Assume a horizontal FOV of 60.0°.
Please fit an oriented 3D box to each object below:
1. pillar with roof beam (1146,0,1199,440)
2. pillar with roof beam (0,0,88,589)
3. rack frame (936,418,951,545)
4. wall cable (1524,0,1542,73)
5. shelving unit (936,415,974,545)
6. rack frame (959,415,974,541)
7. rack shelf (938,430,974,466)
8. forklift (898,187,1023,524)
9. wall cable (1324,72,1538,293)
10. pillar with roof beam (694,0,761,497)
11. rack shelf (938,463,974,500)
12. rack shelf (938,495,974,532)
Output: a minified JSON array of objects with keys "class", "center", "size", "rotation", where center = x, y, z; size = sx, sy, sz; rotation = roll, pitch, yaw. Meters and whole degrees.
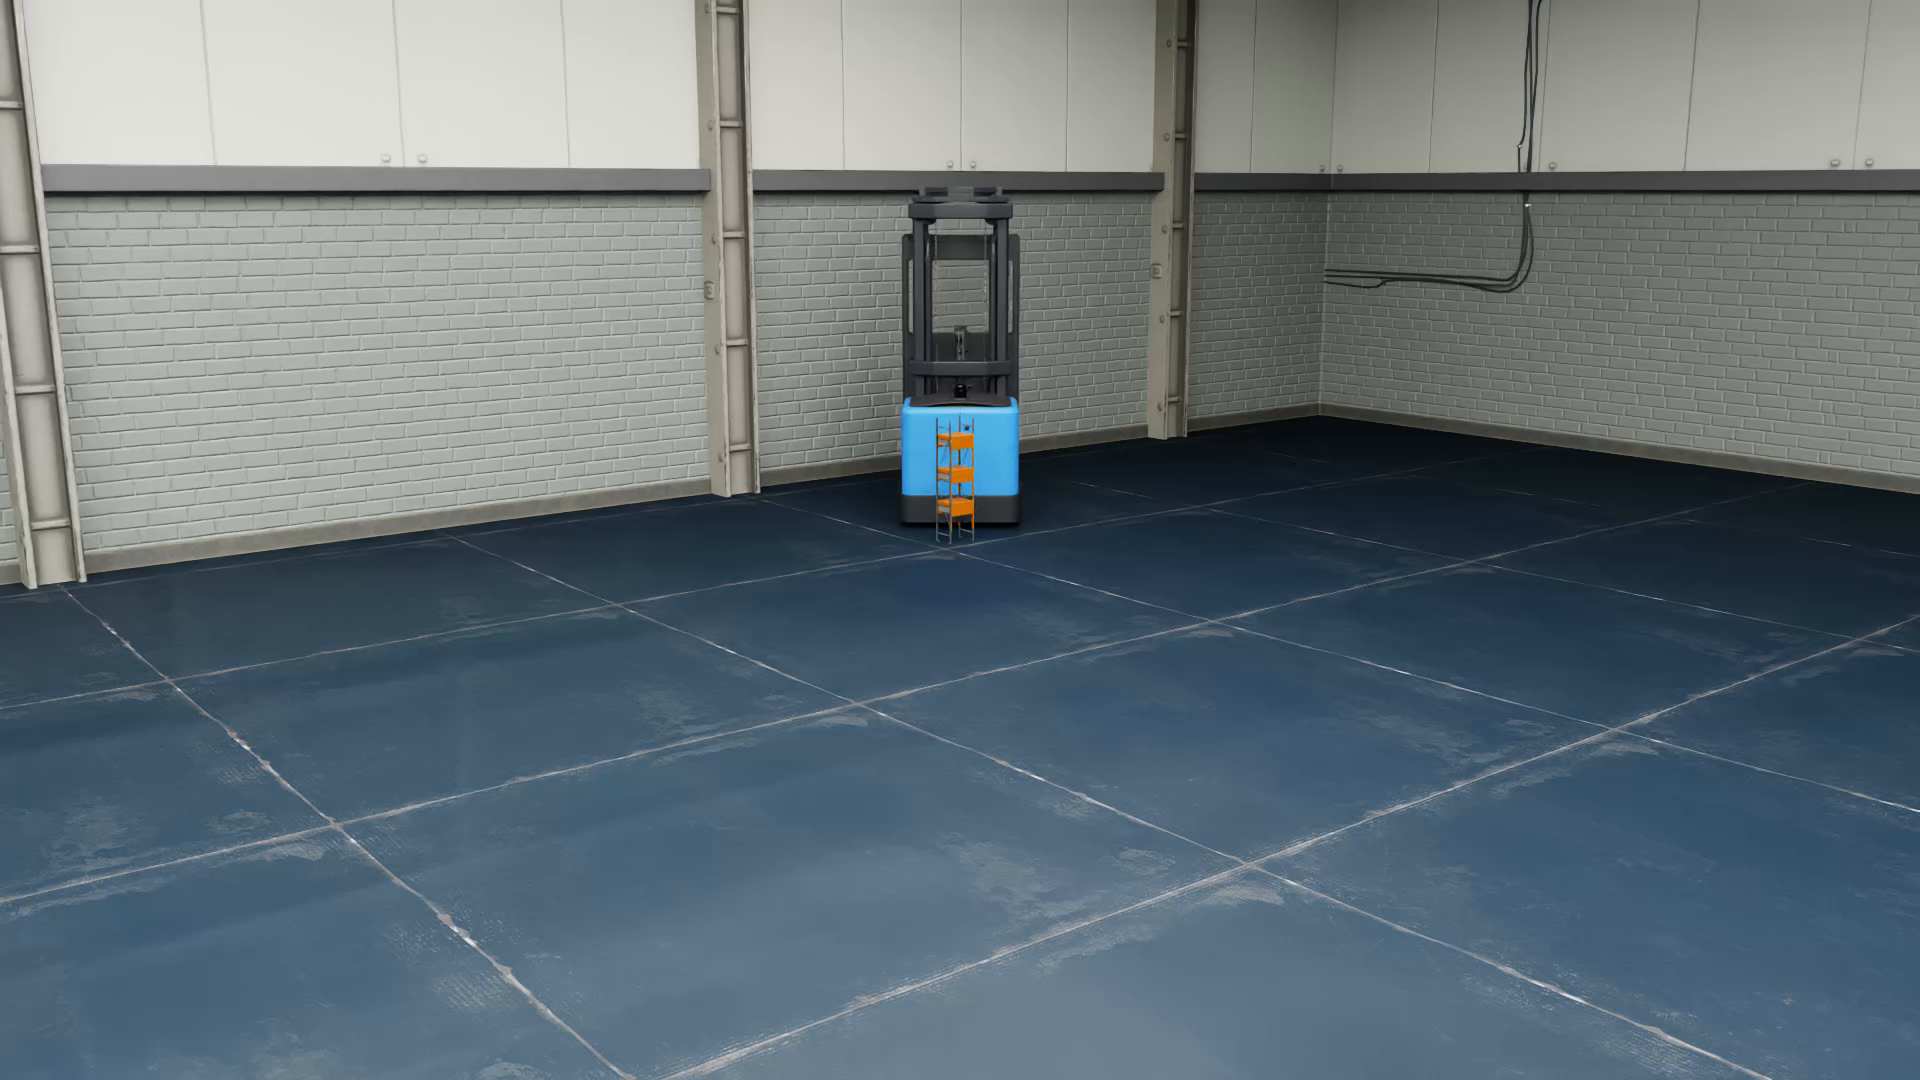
[{"class":"pillar with roof beam","center":[5.171,-4.946,15.756],"size":[0.400,9.000,9.100],"rotation":[-9,15,-38]},{"class":"pillar with roof beam","center":[-4.199,-3.389,8.423],"size":[0.400,9.000,9.100],"rotation":[-9,15,-38]},{"class":"rack frame","center":[-0.137,-0.491,13.912],"size":[0.008,1.050,0.200],"rotation":[-9,15,-38]},{"class":"wall cable","center":[7.299,-6.325,17.566],"size":[0.112,2.526,3.097],"rotation":[-9,15,-38]},{"class":"shelving unit","center":[-0.042,-0.507,13.987],"size":[0.252,1.050,0.215],"rotation":[-9,15,-38]},{"class":"rack frame","center":[0.054,-0.522,14.062],"size":[0.008,1.050,0.200],"rotation":[-9,15,-38]},{"class":"rack shelf","center":[-0.042,-0.774,13.930],"size":[0.240,0.259,0.215],"rotation":[-9,15,-38]},{"class":"forklift","center":[0.008,-1.828,15.680],"size":[1.130,2.935,3.031],"rotation":[0,12,0]},{"class":"wall cable","center":[5.609,-4.293,20.157],"size":[0.112,2.526,3.097],"rotation":[-9,15,-38]},{"class":"pillar with roof beam","center":[0.486,-4.167,12.090],"size":[0.400,9.000,9.100],"rotation":[-9,15,-38]},{"class":"rack shelf","center":[-0.042,-0.496,13.989],"size":[0.240,0.259,0.215],"rotation":[-9,15,-38]},{"class":"rack shelf","center":[-0.042,-0.224,14.047],"size":[0.240,0.259,0.215],"rotation":[-9,15,-38]}]
